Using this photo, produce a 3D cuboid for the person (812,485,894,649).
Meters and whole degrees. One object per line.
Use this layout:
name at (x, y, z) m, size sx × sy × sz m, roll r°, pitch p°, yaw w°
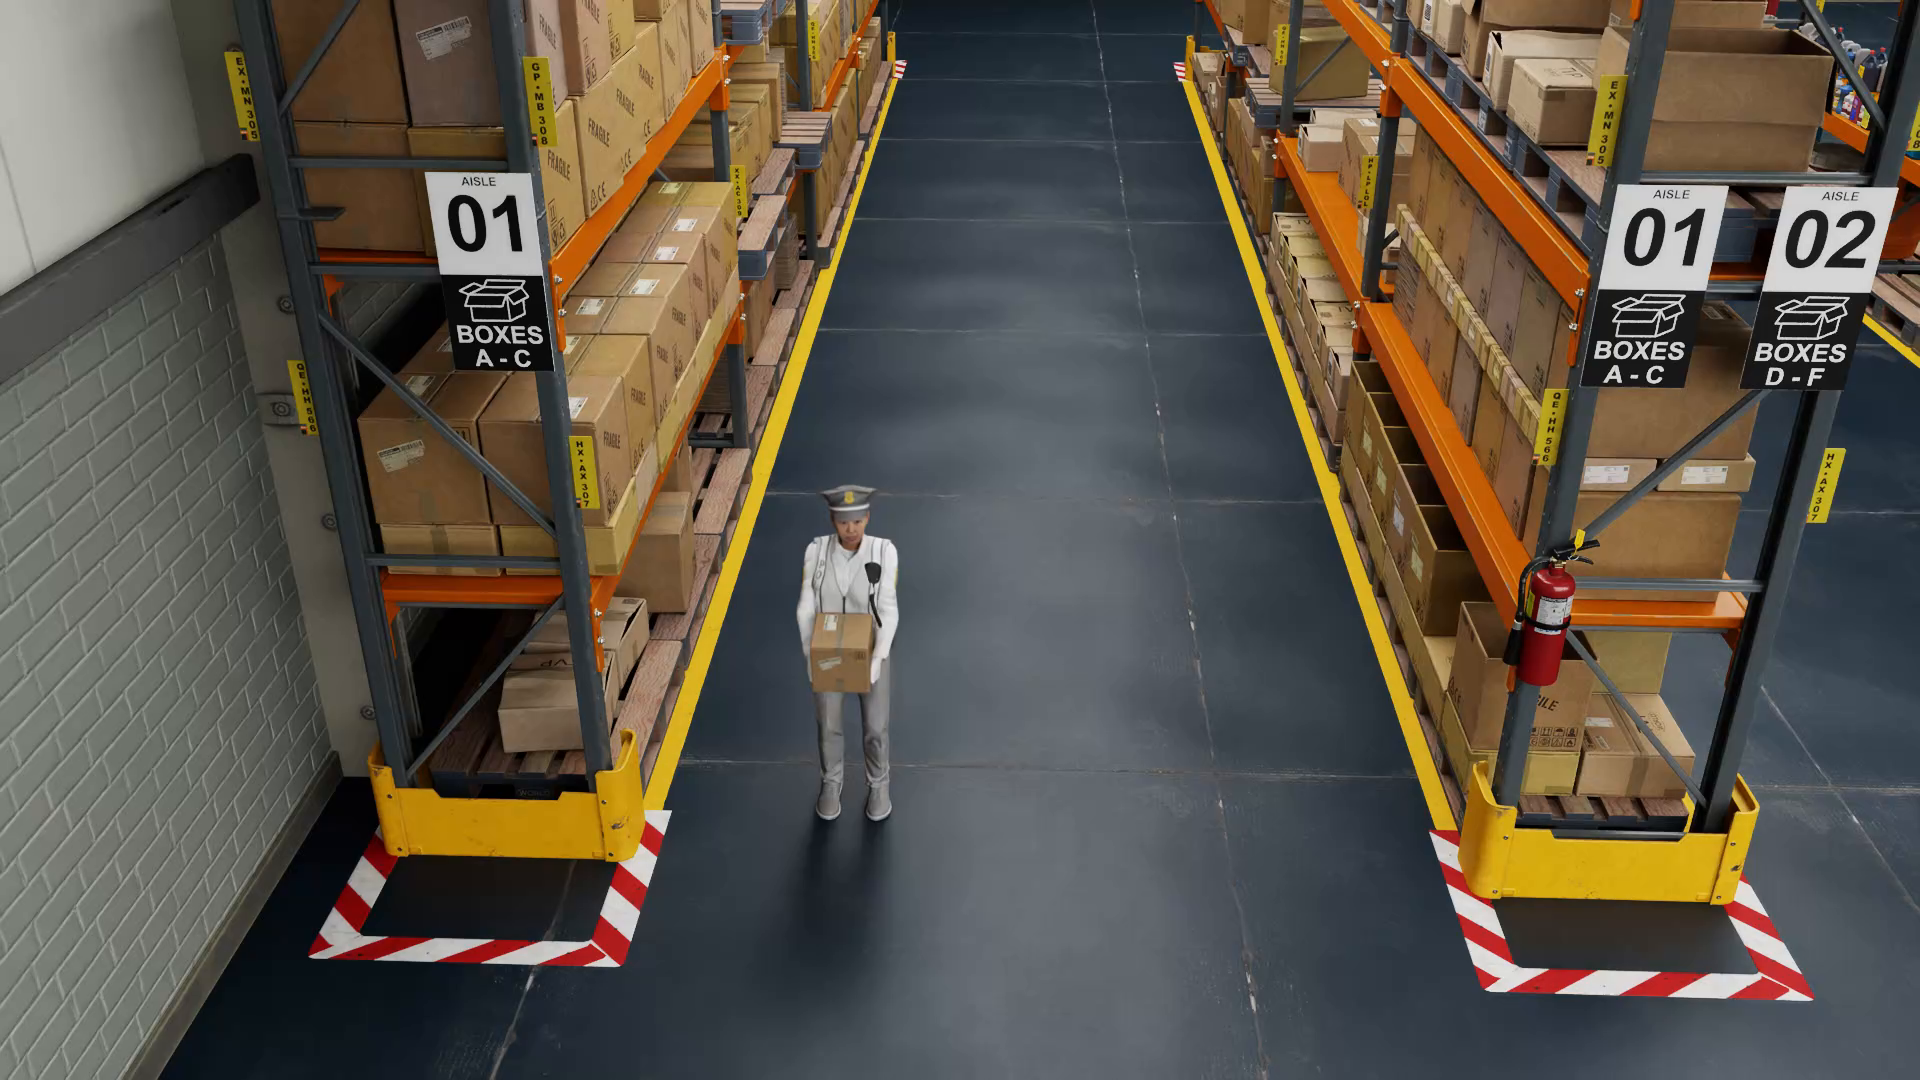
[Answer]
person at (-0.490, 0.124, 7.444) m, size 0.372 × 0.819 × 0.362 m, roll 1°, pitch 28°, yaw 2°
